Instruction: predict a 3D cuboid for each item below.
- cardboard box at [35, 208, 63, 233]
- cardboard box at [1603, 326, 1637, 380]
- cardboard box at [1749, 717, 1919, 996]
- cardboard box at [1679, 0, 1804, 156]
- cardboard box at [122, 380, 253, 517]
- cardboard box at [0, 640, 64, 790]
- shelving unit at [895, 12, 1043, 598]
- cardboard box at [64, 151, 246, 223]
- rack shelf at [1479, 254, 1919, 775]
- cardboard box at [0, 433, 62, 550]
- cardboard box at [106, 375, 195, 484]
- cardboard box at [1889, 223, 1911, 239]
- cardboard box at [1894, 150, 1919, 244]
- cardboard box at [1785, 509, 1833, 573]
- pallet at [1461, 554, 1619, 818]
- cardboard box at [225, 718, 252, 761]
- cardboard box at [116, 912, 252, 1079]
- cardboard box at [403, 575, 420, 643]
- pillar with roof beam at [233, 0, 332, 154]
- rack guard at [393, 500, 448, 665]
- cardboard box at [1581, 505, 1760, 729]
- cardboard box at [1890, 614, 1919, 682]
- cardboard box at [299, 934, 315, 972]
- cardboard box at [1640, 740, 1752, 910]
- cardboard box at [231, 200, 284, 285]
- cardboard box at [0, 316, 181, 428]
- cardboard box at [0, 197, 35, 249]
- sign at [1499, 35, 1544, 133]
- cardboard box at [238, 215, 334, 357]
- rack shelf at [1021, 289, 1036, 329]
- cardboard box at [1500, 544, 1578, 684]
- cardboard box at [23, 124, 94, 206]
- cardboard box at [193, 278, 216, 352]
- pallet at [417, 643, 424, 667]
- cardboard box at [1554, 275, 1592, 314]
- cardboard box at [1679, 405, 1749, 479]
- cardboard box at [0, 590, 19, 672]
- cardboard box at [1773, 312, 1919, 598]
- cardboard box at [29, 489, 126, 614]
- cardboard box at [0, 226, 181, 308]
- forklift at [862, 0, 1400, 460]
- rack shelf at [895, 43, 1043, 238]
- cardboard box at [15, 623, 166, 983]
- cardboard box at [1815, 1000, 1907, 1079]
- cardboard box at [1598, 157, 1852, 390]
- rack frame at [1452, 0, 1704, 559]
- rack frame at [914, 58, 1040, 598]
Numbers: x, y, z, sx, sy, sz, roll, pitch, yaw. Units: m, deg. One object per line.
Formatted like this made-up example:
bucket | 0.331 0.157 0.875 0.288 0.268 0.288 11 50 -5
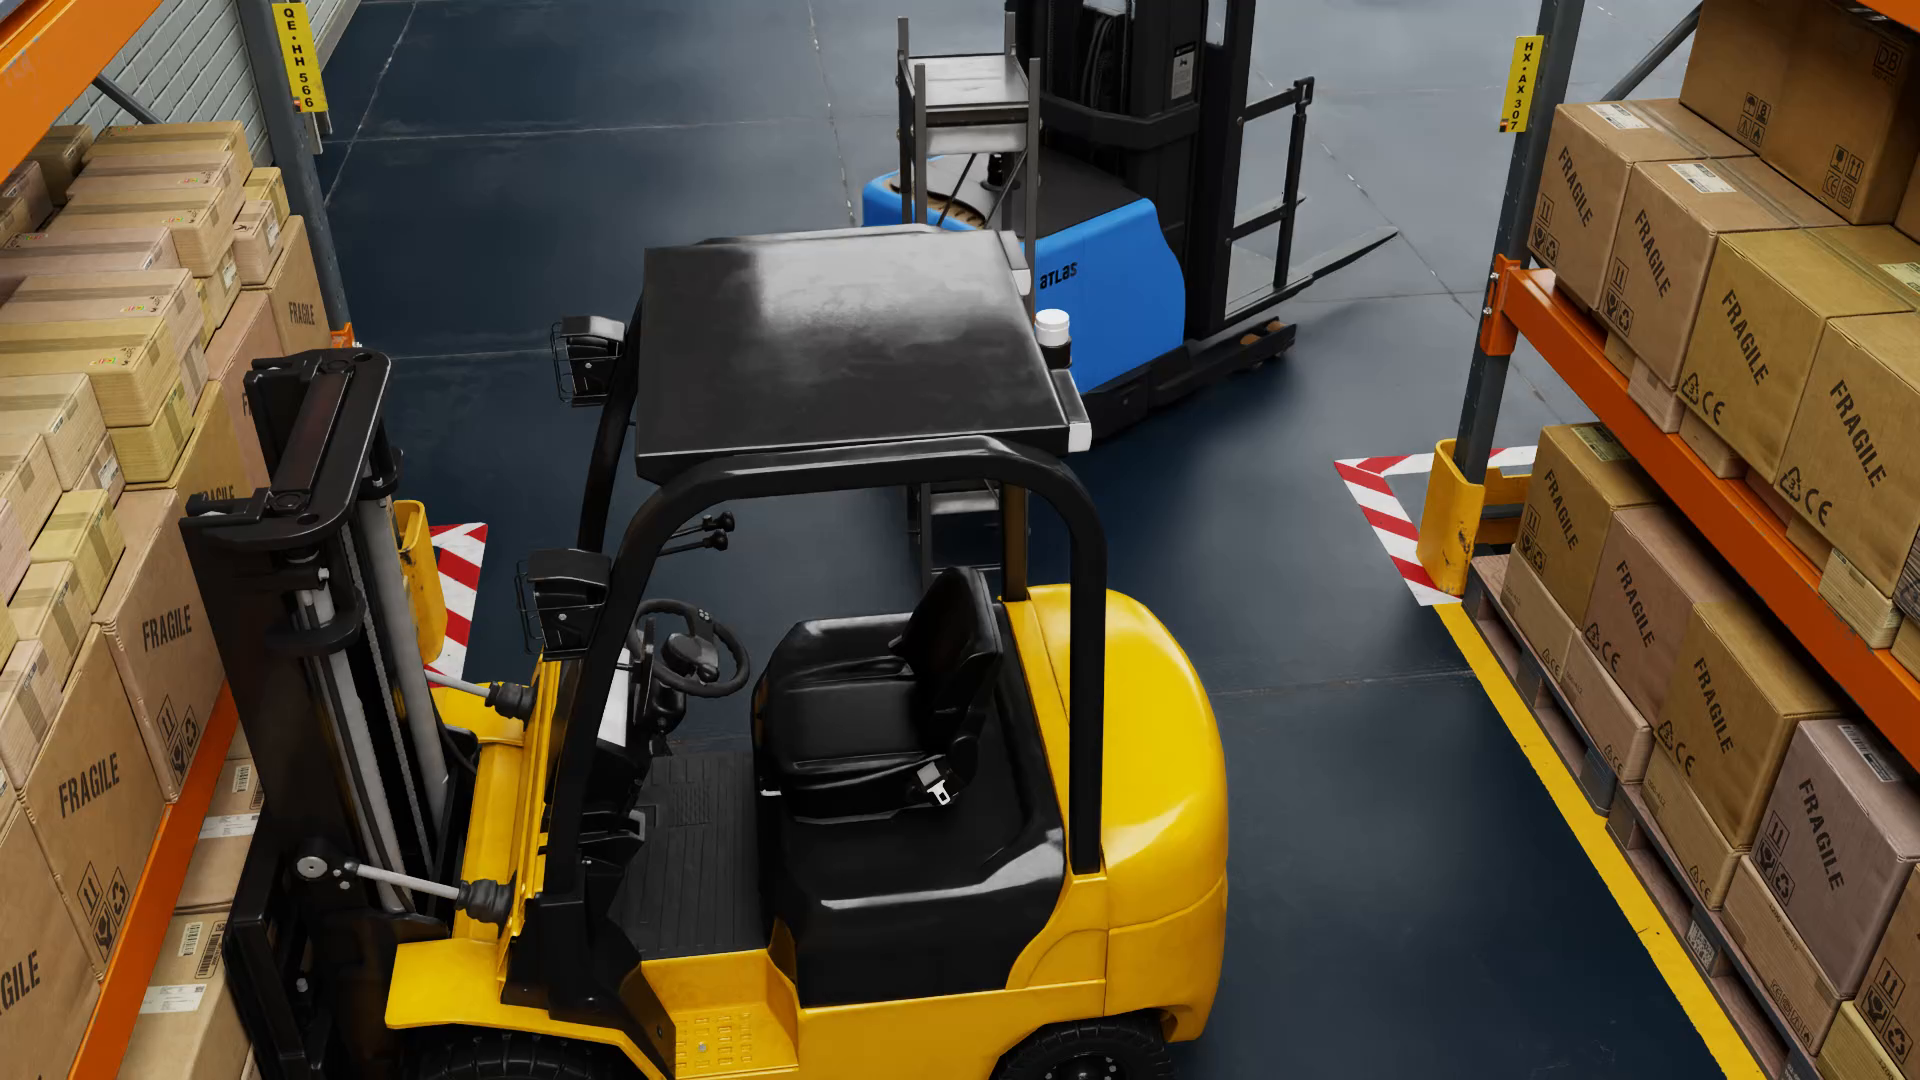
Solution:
cardboard box | -2.621 -0.791 4.583 0.380 0.149 0.250 -4 35 -6
cardboard box | 2.256 -0.599 5.188 0.380 0.149 0.250 -5 35 -8
cardboard box | 2.464 0.805 4.308 0.500 0.500 0.500 -3 34 -4
cardboard box | 2.697 -1.511 5.062 0.700 0.500 0.500 -5 35 -8
cardboard box | -2.050 -0.034 4.048 0.500 0.500 0.500 -5 35 -7
cardboard box | -1.843 0.324 2.946 0.380 0.149 0.250 -5 35 -7
shelving unit | 0.022 -0.775 6.023 0.431 2.100 0.503 -4 35 -6
cardboard box | -2.185 -0.937 4.532 0.380 0.149 0.250 -4 35 -6
rack shelf | 2.681 0.212 4.415 1.077 0.370 4.000 -4 35 -6
cardboard box | -2.020 -0.075 3.267 0.380 0.149 0.250 -4 35 -6
cardboard box | -1.985 -0.247 3.784 0.380 0.149 0.250 -4 34 -6
cardboard box | 2.821 -0.804 4.914 0.500 0.500 0.500 -4 35 -6
cardboard box | 2.928 -0.951 4.241 0.700 0.500 0.500 -5 35 -7
cardboard box | 2.414 -0.019 4.338 0.380 0.149 0.250 -5 35 -8
pallet | 2.496 0.449 5.904 1.003 0.211 1.213 -4 35 -6
cardboard box | -1.983 0.524 4.498 0.500 0.250 0.500 -4 34 -6
cardboard box | -1.860 1.101 3.651 0.500 0.250 0.500 -3 34 -5
cardboard box | -2.130 0.377 5.602 0.500 0.250 0.500 -4 34 -6
pillar with roof beam | 0.153 -6.520 8.327 9.100 9.000 0.400 -4 35 -6
rack guard | -2.510 0.196 6.019 1.175 0.500 0.348 -4 35 -6
cardboard box | 2.325 0.227 5.156 0.500 0.500 0.500 -6 35 -8
cardboard box | 2.460 0.266 3.919 0.380 0.149 0.250 -5 35 -7
cardboard box | -1.920 1.027 4.204 0.500 0.250 0.500 -4 35 -7
cardboard box | 2.393 0.821 4.950 0.500 0.250 0.500 -2 34 -3
cardboard box | -2.118 -0.820 4.626 0.380 0.149 0.250 -4 34 -6
cardboard box | -1.978 -0.367 3.697 0.380 0.149 0.250 -4 34 -5
cardboard box | -2.622 -0.758 4.269 0.380 0.149 0.250 -4 34 -5
sign | 1.874 -1.518 5.546 0.100 0.325 0.005 -4 35 -6
cardboard box | -2.180 -0.610 4.893 0.500 0.500 0.500 -5 35 -7
rack shelf | 0.022 -0.764 6.031 0.431 0.518 0.480 -4 35 -6
cardboard box | 2.246 0.232 5.815 0.500 0.250 0.500 -5 35 -7
cardboard box | -2.673 -1.052 4.702 0.380 0.149 0.250 -5 35 -7
cardboard box | -2.122 -0.532 4.202 0.380 0.149 0.250 -5 35 -7
pallet | -2.362 0.752 5.459 1.003 0.211 1.213 -4 35 -6
cardboard box | 2.252 -0.893 5.619 0.380 0.149 0.250 -4 35 -6
cardboard box | 2.312 -0.312 4.767 0.380 0.149 0.250 -3 34 -5
cardboard box | -1.880 0.201 2.863 0.380 0.149 0.250 -5 35 -7
cardboard box | 2.420 -0.224 4.063 0.500 0.500 0.500 -5 35 -7
cardboard box | -1.939 0.037 3.368 0.380 0.149 0.250 -5 35 -7
cardboard box | -2.164 -0.648 4.109 0.380 0.149 0.250 -4 34 -6
forklift | 0.984 -2.218 7.402 3.031 2.935 1.130 -28 43 -34
rack shelf | 0.022 -1.342 5.637 0.431 0.518 0.480 -4 35 -6
cardboard box | -1.925 0.528 3.223 0.500 0.500 0.500 -5 35 -7
cardboard box | 2.522 1.387 4.120 0.500 0.250 0.500 -5 35 -8
cardboard box | 2.273 -0.792 4.895 0.500 0.500 0.500 -3 34 -5
rack frame | 2.412 -1.202 5.850 1.000 3.000 0.127 -4 35 -6
rack frame | 0.055 -0.639 5.823 0.400 2.100 0.015 -4 35 -6
